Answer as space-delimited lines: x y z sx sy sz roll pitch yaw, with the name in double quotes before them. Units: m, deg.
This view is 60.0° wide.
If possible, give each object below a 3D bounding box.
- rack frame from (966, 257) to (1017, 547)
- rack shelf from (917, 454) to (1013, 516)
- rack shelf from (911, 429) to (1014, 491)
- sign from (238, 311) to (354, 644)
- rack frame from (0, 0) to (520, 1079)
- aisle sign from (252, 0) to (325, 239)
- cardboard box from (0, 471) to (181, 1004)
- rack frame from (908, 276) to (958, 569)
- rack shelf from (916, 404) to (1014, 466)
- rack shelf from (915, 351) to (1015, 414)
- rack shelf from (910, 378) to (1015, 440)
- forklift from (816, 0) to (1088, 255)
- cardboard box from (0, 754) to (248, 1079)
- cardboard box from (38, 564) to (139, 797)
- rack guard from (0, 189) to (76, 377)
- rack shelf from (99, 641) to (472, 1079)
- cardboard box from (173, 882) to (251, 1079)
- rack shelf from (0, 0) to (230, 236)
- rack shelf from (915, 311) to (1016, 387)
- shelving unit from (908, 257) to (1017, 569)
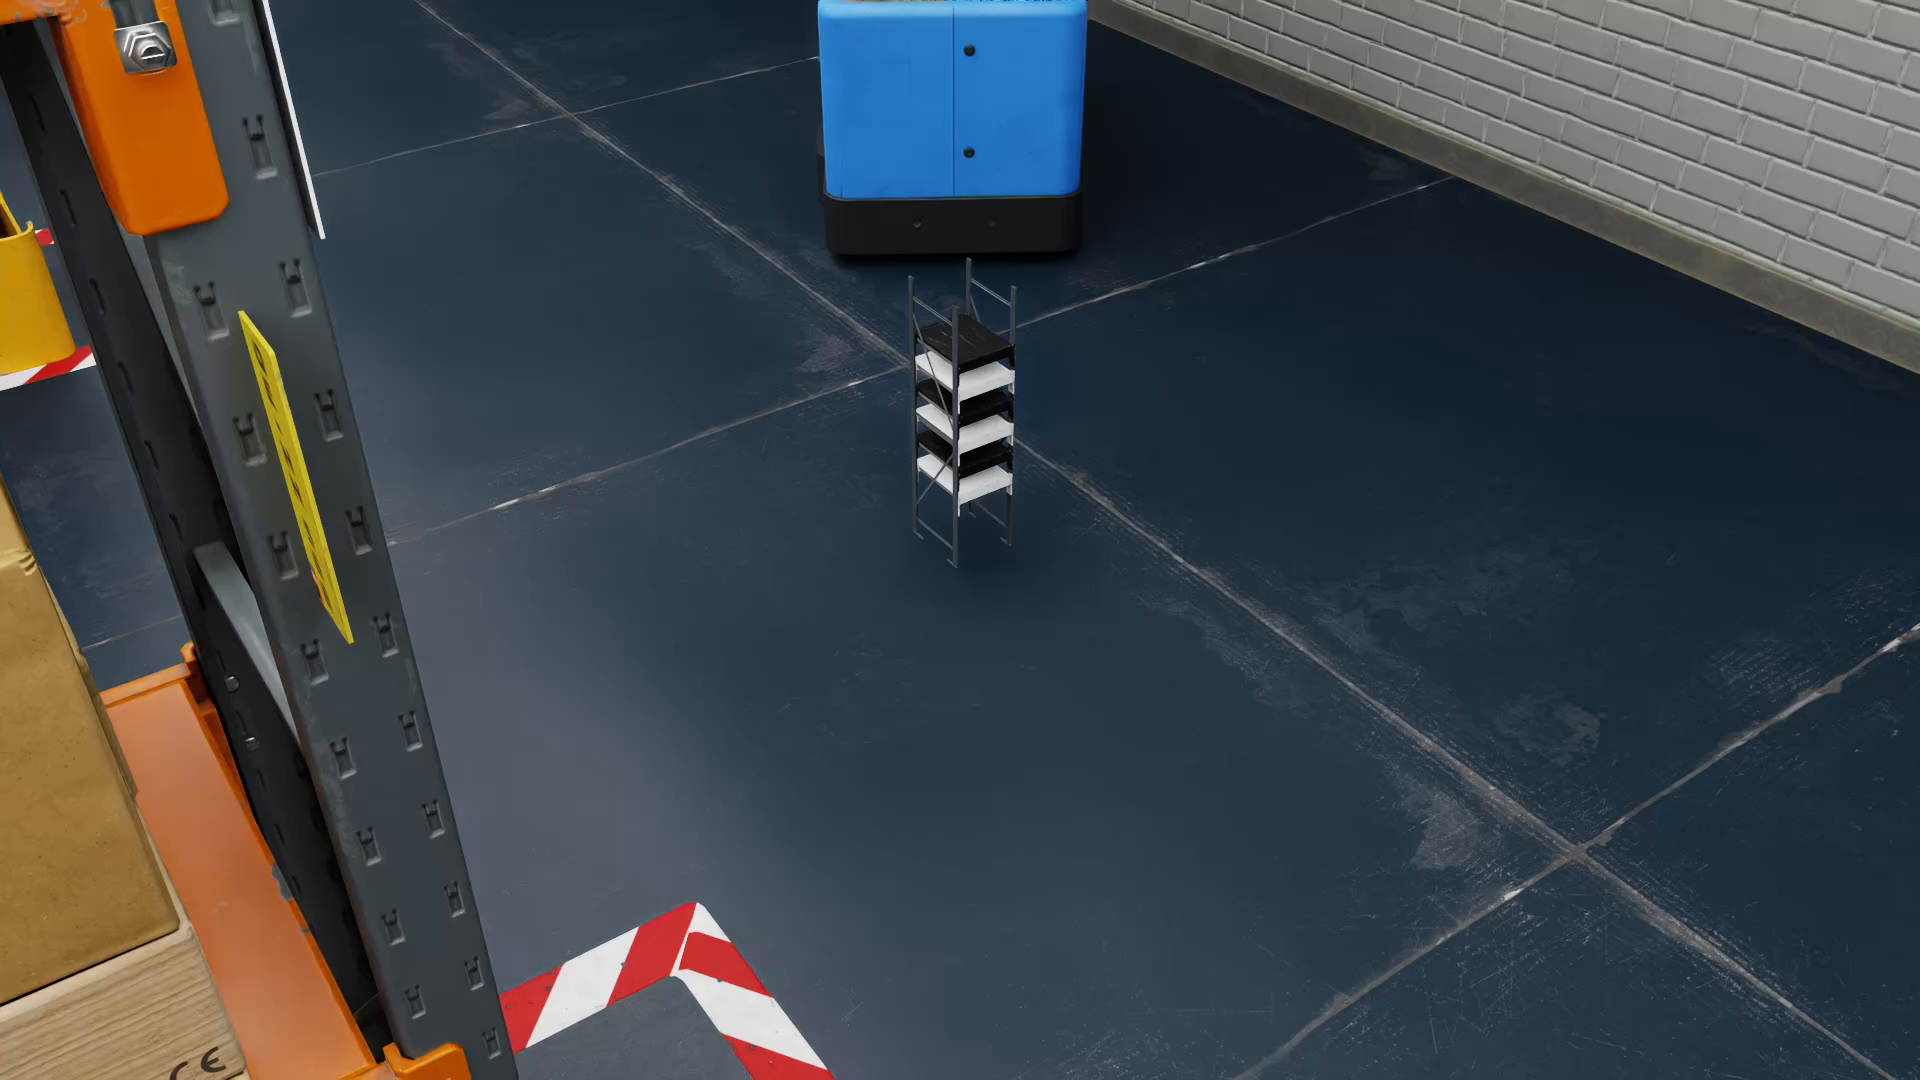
"rack frame" 0.090 -0.402 5.039 0.006 0.900 0.240 -22 41 -28
"rack shelf" 0.007 -0.195 5.116 0.200 0.077 0.258 -22 41 -28
"rack shelf" 0.007 -0.268 5.063 0.200 0.077 0.258 -22 41 -28
"sign" -0.622 -0.053 1.560 0.005 0.325 0.100 -22 41 -28
"rack frame" -0.921 0.251 2.332 0.053 2.616 0.949 -22 41 -28
"aisle sign" -0.691 -0.687 1.410 0.004 0.787 0.394 -22 41 -28
"cardboard box" -1.170 0.174 1.670 0.500 0.500 0.500 -22 41 -27
"rack frame" -0.076 -0.334 4.943 0.006 0.900 0.240 -22 41 -28
"rack shelf" 0.007 -0.341 5.011 0.200 0.077 0.258 -22 41 -28
"rack shelf" 0.007 -0.487 4.905 0.200 0.077 0.258 -22 41 -28
"rack shelf" 0.007 -0.414 4.958 0.200 0.077 0.258 -22 41 -28
"forklift" -0.080 -3.178 7.158 1.130 2.935 3.031 -1 36 -2
"cardboard box" -1.166 0.479 1.888 0.500 0.250 0.500 -23 42 -29
"cardboard box" -1.471 0.222 2.246 0.500 0.250 0.500 -24 42 -29
"rack guard" -3.764 -1.114 6.371 0.348 0.500 1.175 -22 41 -28
"rack shelf" -2.558 1.214 1.609 4.000 0.370 1.077 -22 41 -28
"cardboard box" -1.024 0.628 2.022 0.250 0.149 0.380 -22 41 -27
"rack shelf" -2.558 -0.004 0.733 4.000 0.370 1.077 -22 41 -28
"rack shelf" 0.007 -0.560 4.853 0.200 0.077 0.258 -22 41 -28
"shelving unit" 0.007 -0.368 4.991 0.210 0.900 0.258 -22 41 -28
